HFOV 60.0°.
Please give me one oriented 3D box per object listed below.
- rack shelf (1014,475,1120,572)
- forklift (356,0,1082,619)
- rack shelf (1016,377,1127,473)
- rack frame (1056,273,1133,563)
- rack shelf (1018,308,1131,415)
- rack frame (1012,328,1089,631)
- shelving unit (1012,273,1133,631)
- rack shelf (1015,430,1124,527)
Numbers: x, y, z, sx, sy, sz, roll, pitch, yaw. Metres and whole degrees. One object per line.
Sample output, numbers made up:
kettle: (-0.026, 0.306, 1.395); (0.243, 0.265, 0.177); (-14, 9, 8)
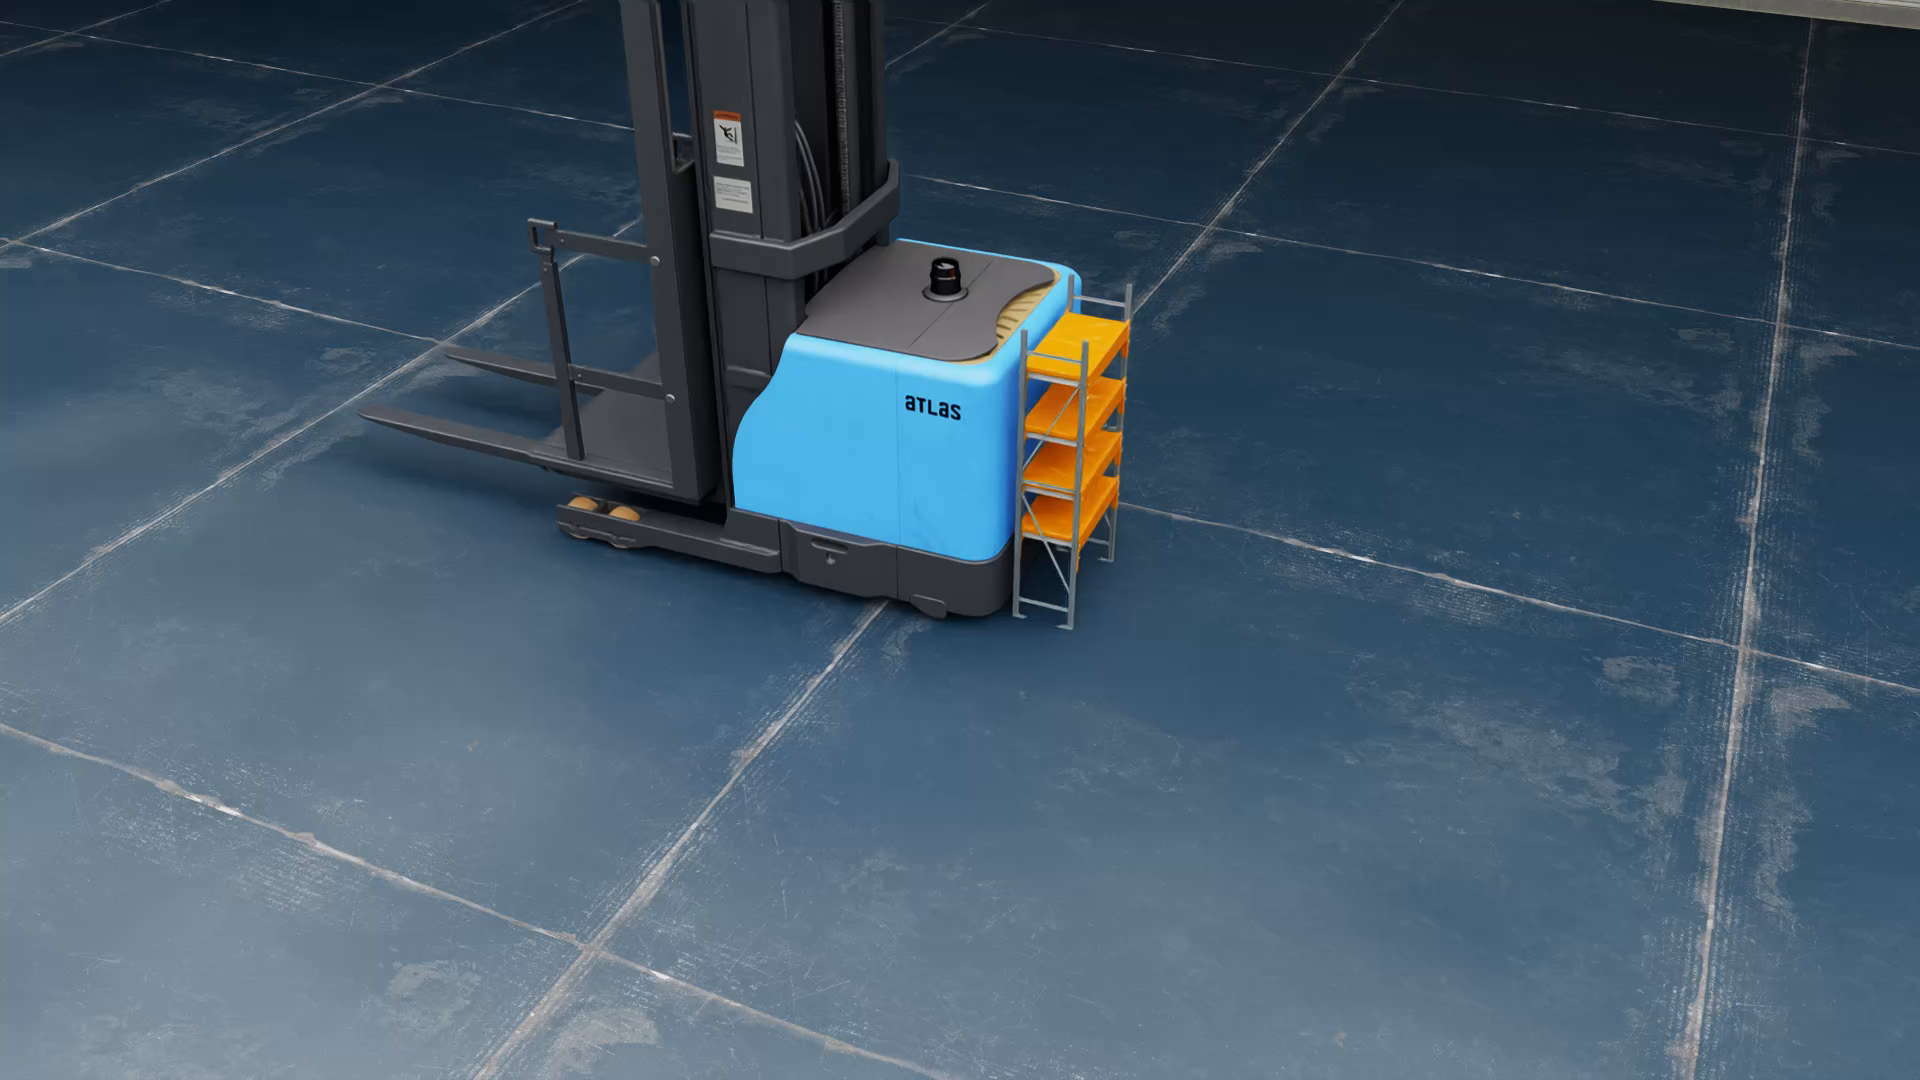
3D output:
rack shelf: (0.408, -0.092, 6.278); (0.258, 0.148, 0.480); (13, 35, 18)
forklift: (-1.085, -1.444, 6.279); (3.031, 2.935, 1.130); (13, 35, 19)
rack shelf: (0.410, -0.444, 6.046); (0.258, 0.148, 0.480); (13, 35, 18)
rack frame: (0.502, -0.437, 6.321); (0.240, 1.200, 0.015); (13, 35, 18)
rack shelf: (0.412, -0.641, 5.916); (0.258, 0.148, 0.480); (13, 35, 18)
rack frame: (0.317, -0.190, 5.943); (0.240, 1.200, 0.015); (13, 35, 18)
shelving unit: (0.409, -0.313, 6.132); (0.258, 1.200, 0.503); (13, 35, 18)
rack shelf: (0.409, -0.257, 6.169); (0.258, 0.148, 0.480); (13, 35, 18)
